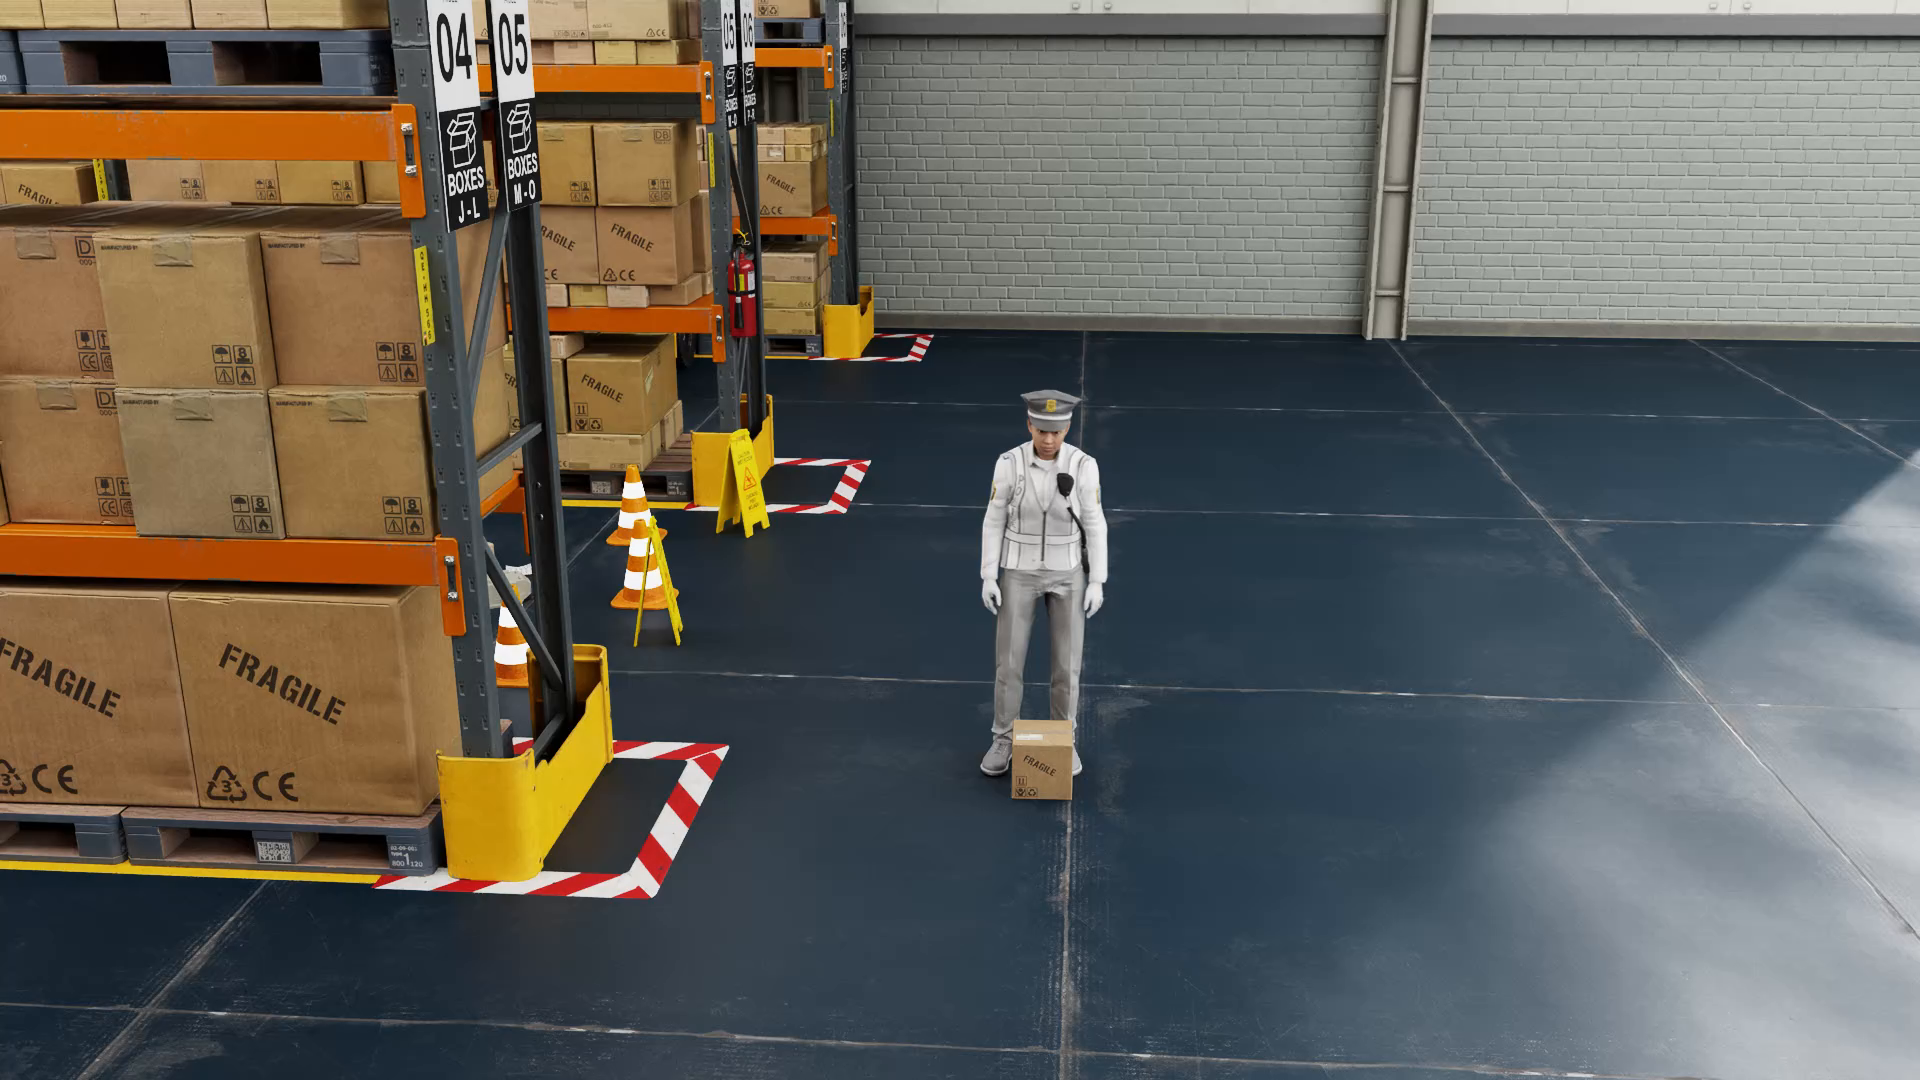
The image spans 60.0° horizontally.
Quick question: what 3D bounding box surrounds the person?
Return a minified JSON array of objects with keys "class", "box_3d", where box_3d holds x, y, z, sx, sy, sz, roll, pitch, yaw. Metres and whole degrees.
[{"class":"person","box_3d":[0.351,0.175,6.991,0.528,1.664,0.372,1,18,4]}]
